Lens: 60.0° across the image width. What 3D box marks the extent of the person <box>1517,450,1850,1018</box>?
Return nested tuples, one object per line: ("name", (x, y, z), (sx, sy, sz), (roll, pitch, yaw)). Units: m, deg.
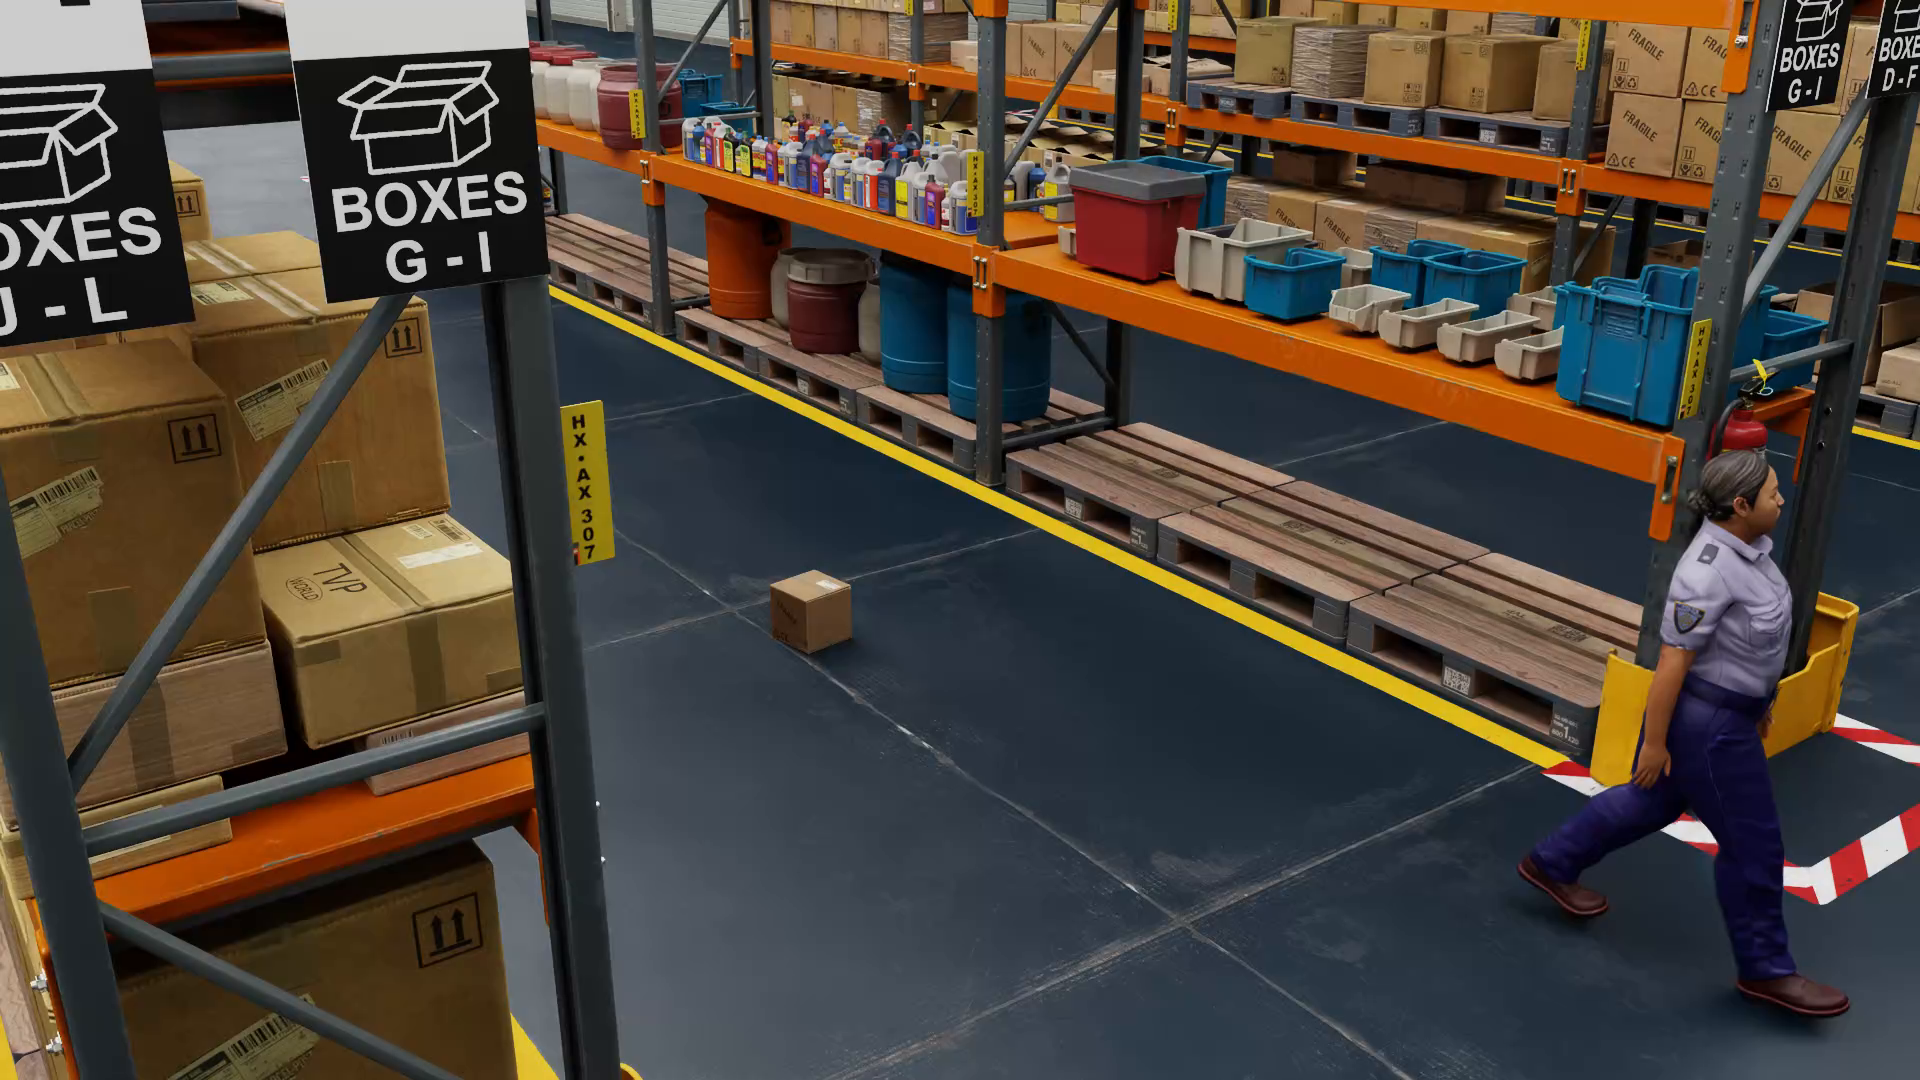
("person", (2.196, 0.507, 4.819), (0.965, 1.598, 0.512), (12, 24, 27))
